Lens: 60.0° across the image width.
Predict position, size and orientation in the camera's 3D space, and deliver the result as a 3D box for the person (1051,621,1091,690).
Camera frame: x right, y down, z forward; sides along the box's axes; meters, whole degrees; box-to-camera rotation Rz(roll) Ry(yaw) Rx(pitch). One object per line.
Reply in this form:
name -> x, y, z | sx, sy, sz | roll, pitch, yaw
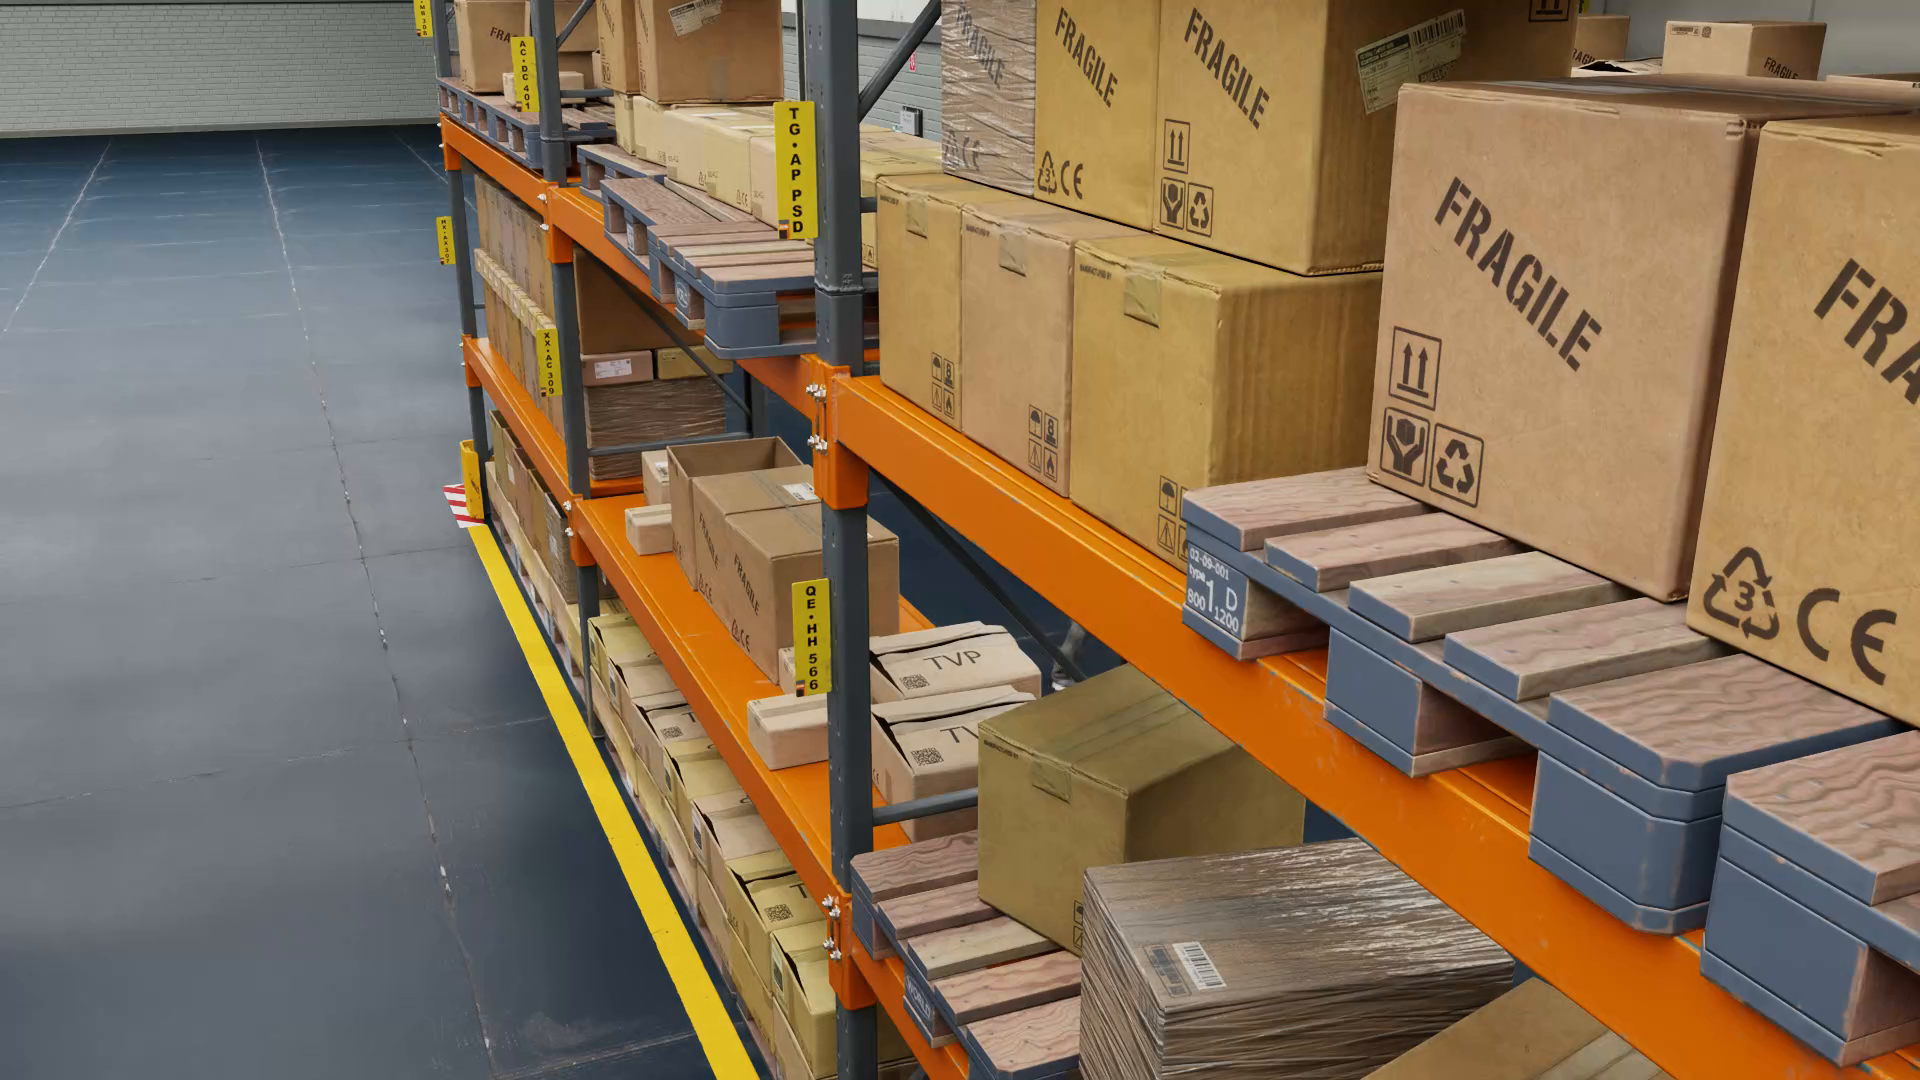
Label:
person -> 0.860, 0.082, 8.863 | 0.748, 1.577, 0.417 | -8, 21, -22
